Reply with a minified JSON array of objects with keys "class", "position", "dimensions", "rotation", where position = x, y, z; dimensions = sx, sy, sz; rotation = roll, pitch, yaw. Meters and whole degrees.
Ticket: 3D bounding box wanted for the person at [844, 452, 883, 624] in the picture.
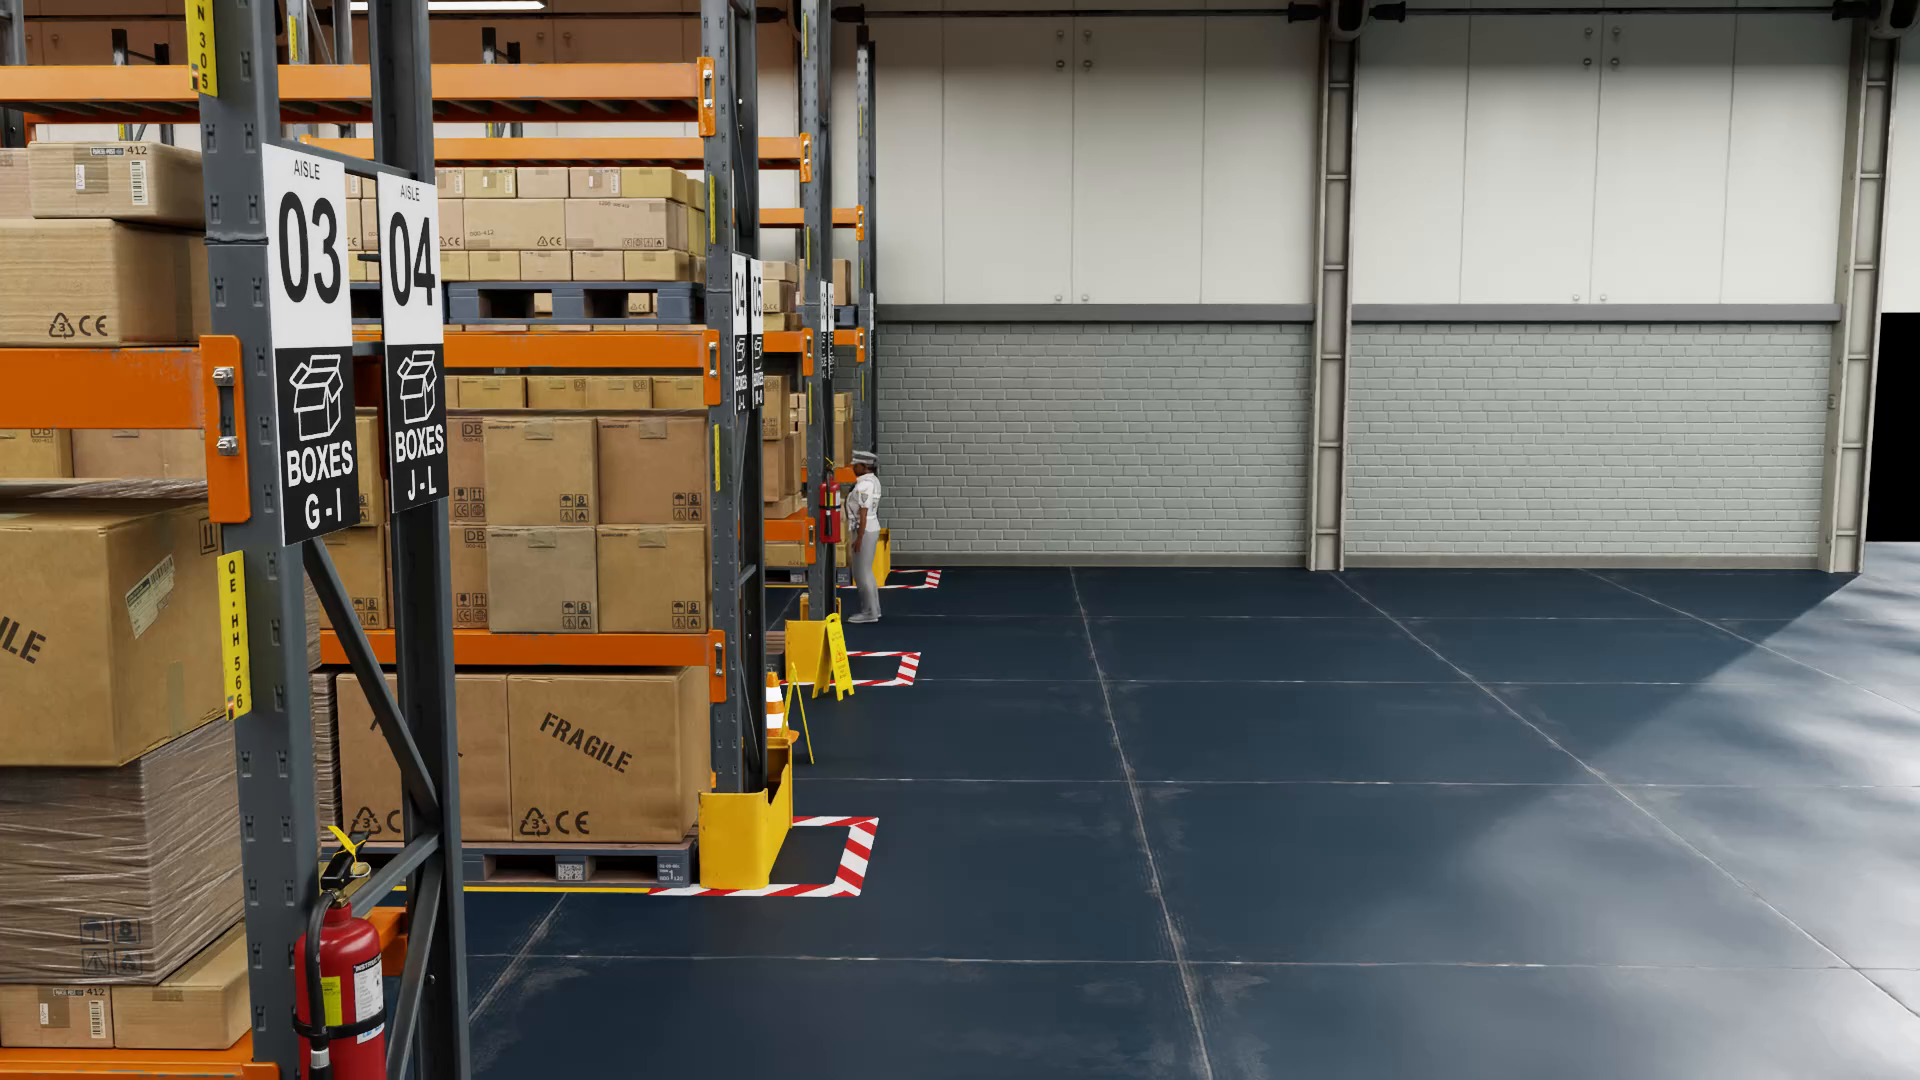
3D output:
[{"class":"person","position":[-0.930,-0.022,16.053],"dimensions":[0.365,1.650,0.444],"rotation":[0,7,2]}]
